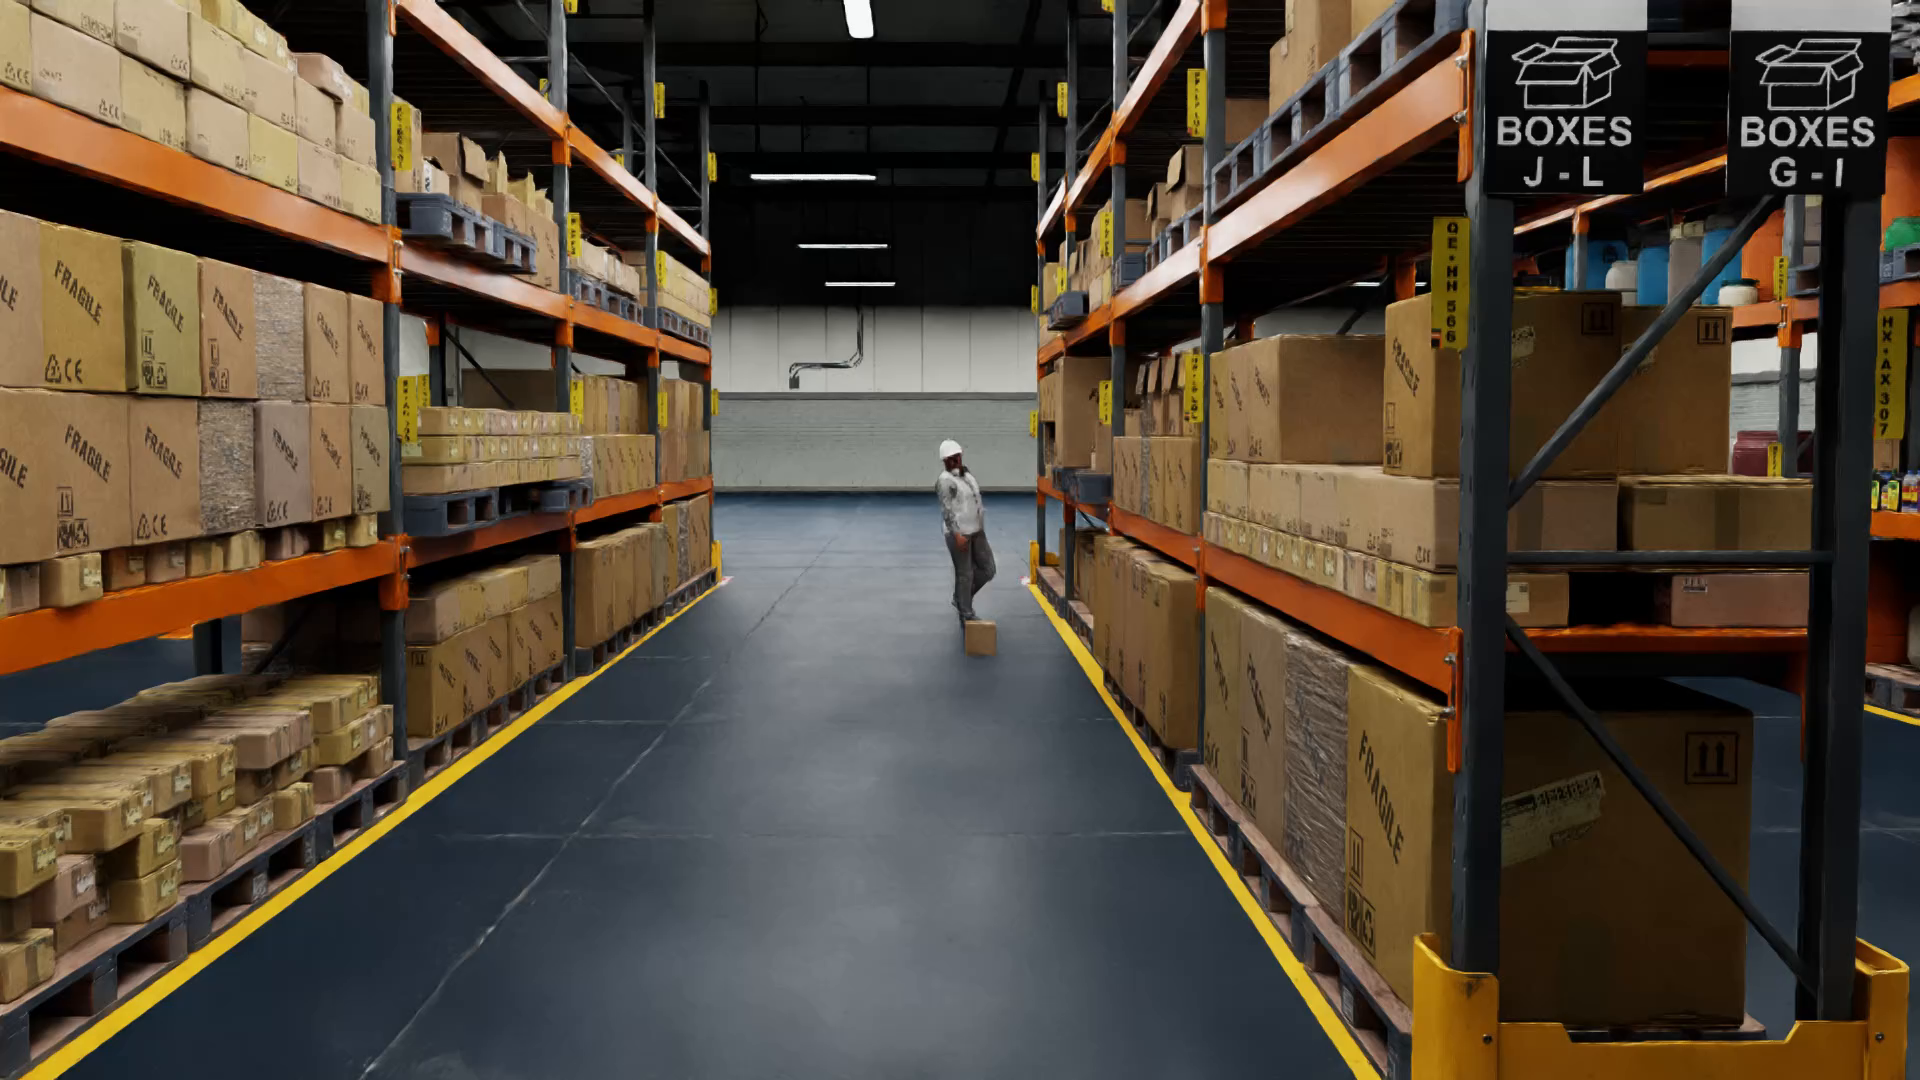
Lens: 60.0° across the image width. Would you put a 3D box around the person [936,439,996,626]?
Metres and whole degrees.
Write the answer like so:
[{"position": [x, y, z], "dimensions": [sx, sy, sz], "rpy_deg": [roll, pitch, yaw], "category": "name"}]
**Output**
[{"position": [0.047, -0.065, 15.606], "dimensions": [0.454, 1.759, 0.622], "rpy_deg": [2, 4, 29], "category": "person"}]
